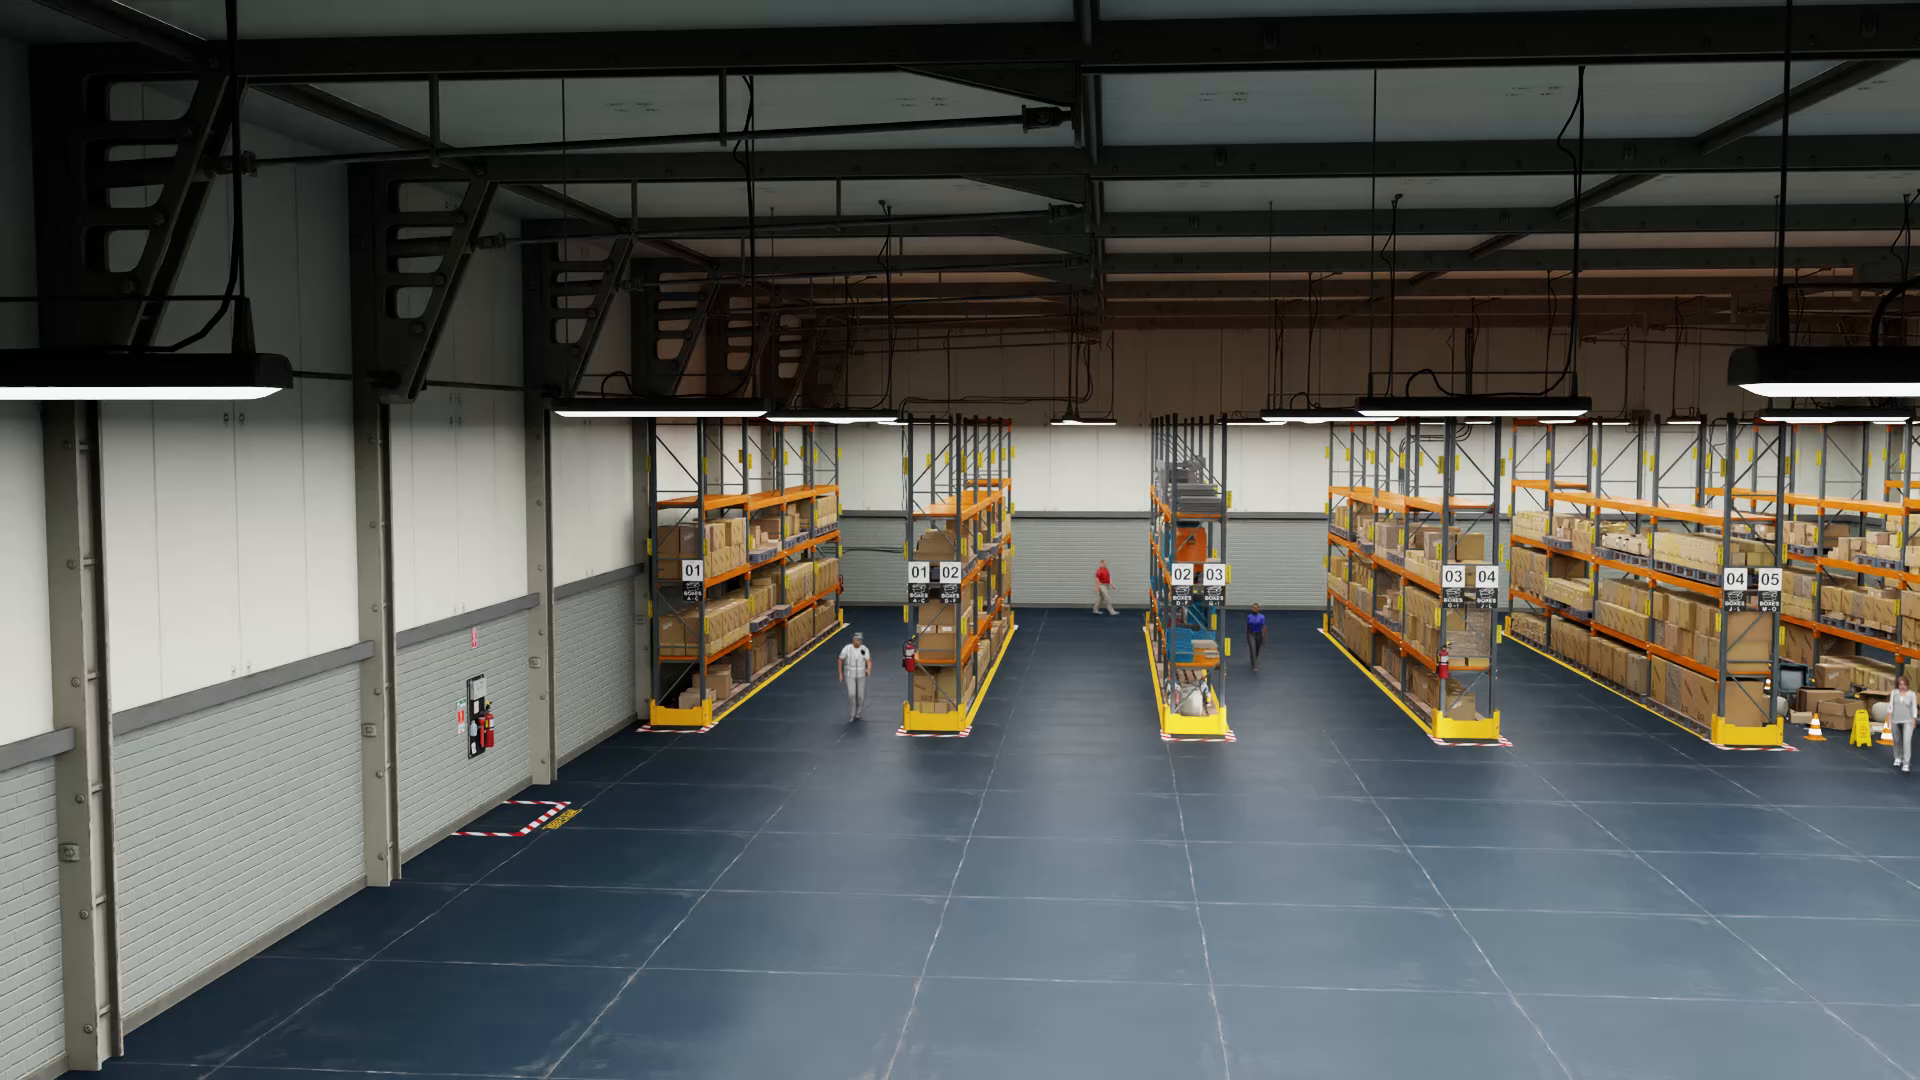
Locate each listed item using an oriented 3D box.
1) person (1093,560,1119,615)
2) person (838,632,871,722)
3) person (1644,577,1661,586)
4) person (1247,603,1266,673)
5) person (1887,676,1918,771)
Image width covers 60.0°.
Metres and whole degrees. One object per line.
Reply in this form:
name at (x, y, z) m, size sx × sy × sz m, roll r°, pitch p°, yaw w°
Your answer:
person at (4.476, 1.445, 50.822) m, size 0.996 × 1.678 × 0.559 m, roll 2°, pitch 5°, yaw 33°
person at (-2.046, 2.718, 32.625) m, size 0.631 × 1.822 × 0.644 m, roll -1°, pitch 4°, yaw -16°
person at (19.830, 1.649, 47.504) m, size 0.911 × 1.756 × 0.556 m, roll -1°, pitch 4°, yaw -15°
person at (6.972, 2.280, 39.126) m, size 0.420 × 1.589 × 1.052 m, roll 0°, pitch 4°, yaw -4°
person at (15.791, 3.059, 27.871) m, size 0.426 × 1.563 × 0.817 m, roll 4°, pitch 5°, yaw 44°
